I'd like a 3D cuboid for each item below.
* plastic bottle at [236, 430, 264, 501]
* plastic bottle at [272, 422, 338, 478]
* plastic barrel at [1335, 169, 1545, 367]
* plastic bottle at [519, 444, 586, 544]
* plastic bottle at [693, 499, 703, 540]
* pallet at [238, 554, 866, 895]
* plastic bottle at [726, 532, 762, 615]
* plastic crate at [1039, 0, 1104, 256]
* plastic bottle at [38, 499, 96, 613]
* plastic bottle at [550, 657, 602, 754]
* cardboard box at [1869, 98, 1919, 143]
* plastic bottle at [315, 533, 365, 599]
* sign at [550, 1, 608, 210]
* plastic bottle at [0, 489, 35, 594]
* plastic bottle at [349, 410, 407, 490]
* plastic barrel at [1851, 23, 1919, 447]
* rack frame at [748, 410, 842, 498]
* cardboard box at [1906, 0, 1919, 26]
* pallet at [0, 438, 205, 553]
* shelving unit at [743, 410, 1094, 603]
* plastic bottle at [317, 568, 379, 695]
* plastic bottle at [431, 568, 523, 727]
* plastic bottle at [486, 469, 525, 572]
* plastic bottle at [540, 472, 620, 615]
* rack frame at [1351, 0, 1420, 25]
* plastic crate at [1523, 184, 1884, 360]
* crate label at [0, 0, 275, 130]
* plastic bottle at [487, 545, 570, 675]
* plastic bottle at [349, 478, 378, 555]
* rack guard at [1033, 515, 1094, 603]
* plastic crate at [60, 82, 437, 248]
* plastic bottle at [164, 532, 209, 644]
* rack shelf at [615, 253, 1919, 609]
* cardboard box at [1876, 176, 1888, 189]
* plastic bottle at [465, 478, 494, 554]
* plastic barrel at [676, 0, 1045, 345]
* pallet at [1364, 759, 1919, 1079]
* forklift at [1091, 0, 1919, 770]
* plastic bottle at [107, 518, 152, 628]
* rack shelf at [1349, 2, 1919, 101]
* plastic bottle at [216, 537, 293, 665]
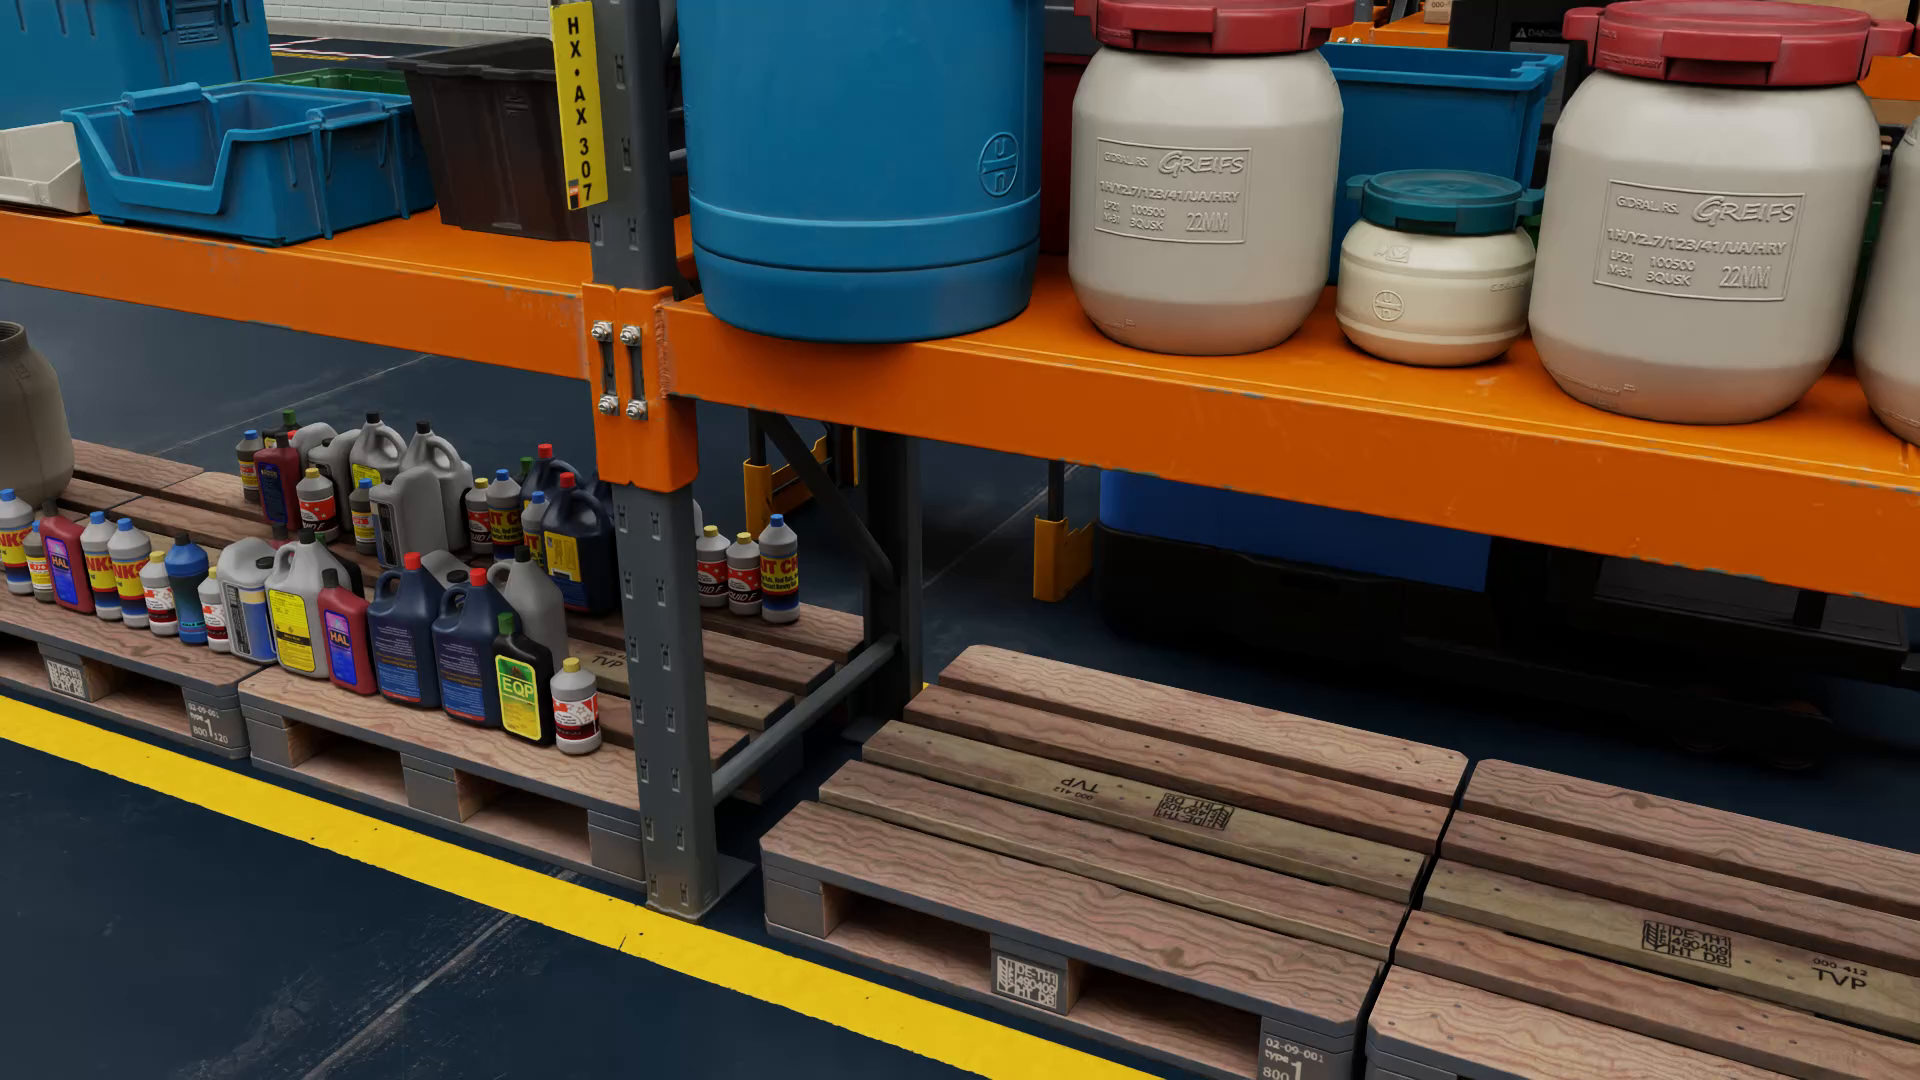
[{"bbox_3d":[-2.102,-0.228,4.966,0.097,0.201,0.097,0,23,0],"label":"plastic bottle"},{"bbox_3d":[-1.889,-0.208,4.824,0.135,0.276,0.152,11,26,25],"label":"plastic bottle"},{"bbox_3d":[0.743,-0.427,2.598,0.301,0.262,0.301,0,23,0],"label":"plastic barrel"},{"bbox_3d":[-1.071,-0.082,4.433,0.185,0.351,0.144,10,25,22],"label":"plastic bottle"},{"bbox_3d":[-0.756,0.016,4.297,0.135,0.276,0.152,12,26,26],"label":"plastic bottle"},{"bbox_3d":[-0.950,0.372,4.105,1.213,0.211,1.003,11,25,25],"label":"pallet"},{"bbox_3d":[-0.546,0.080,4.242,0.097,0.201,0.097,0,23,0],"label":"plastic bottle"},{"bbox_3d":[0.201,-0.829,3.284,0.583,0.464,0.402,11,25,25],"label":"plastic crate"},{"bbox_3d":[-2.267,0.039,4.235,0.133,0.283,0.061,12,26,25],"label":"plastic bottle"},{"bbox_3d":[-0.833,0.352,3.603,0.097,0.201,0.097,0,23,0],"label":"plastic bottle"},{"bbox_3d":[6.141,-2.902,10.873,0.500,0.500,0.700,11,25,24],"label":"cardboard box"},{"bbox_3d":[-1.510,0.125,4.031,0.133,0.283,0.061,11,25,25],"label":"plastic bottle"},{"bbox_3d":[-0.627,-0.715,2.745,0.005,0.325,0.100,11,25,25],"label":"sign"},{"bbox_3d":[-2.461,-0.002,4.346,0.097,0.271,0.097,0,23,0],"label":"plastic bottle"},{"bbox_3d":[-1.616,-0.190,4.687,0.185,0.351,0.144,12,26,27],"label":"plastic bottle"},{"bbox_3d":[1.427,-0.389,2.158,0.433,0.535,0.433,0,23,0],"label":"plastic barrel"},{"bbox_3d":[-0.530,-0.795,5.203,0.032,1.500,0.500,11,25,25],"label":"rack frame"},{"bbox_3d":[3.934,-2.138,6.316,0.500,0.500,0.500,10,25,22],"label":"cardboard box"},{"bbox_3d":[-3.127,-0.059,5.118,1.213,0.211,1.003,11,25,25],"label":"pallet"},{"bbox_3d":[-0.068,-0.704,4.988,1.083,1.500,0.587,11,25,25],"label":"shelving unit"},{"bbox_3d":[-1.409,0.208,3.836,0.133,0.283,0.061,13,26,28],"label":"plastic bottle"},{"bbox_3d":[-1.074,0.226,3.709,0.185,0.351,0.144,10,25,23],"label":"plastic bottle"},{"bbox_3d":[-1.219,-0.059,4.479,0.097,0.271,0.097,0,23,0],"label":"plastic bottle"},{"bbox_3d":[-0.967,0.002,4.236,0.185,0.351,0.144,11,25,25],"label":"plastic bottle"},{"bbox_3d":[1.869,-2.507,7.313,0.127,3.000,1.000,11,25,25],"label":"rack frame"},{"bbox_3d":[1.313,-0.471,2.797,0.662,0.188,0.450,11,25,25],"label":"plastic crate"},{"bbox_3d":[-2.174,-1.270,4.358,0.616,0.435,0.502,11,25,25],"label":"crate label"},{"bbox_3d":[-1.009,0.175,3.828,0.185,0.351,0.144,11,25,25],"label":"plastic bottle"},{"bbox_3d":[-1.631,-0.071,4.599,0.097,0.201,0.097,0,23,0],"label":"plastic bottle"},{"bbox_3d":[0.376,-0.041,5.026,0.087,0.250,0.587,11,25,25],"label":"rack guard"},{"bbox_3d":[-1.479,-0.810,3.512,0.616,0.251,0.499,11,25,25],"label":"plastic crate"},{"bbox_3d":[-1.885,0.112,4.078,0.097,0.271,0.097,0,23,0],"label":"plastic bottle"},{"bbox_3d":[1.416,-0.094,2.557,4.000,0.370,1.077,11,25,25],"label":"rack shelf"},{"bbox_3d":[3.718,-1.453,7.095,0.500,0.311,0.500,11,25,24],"label":"cardboard box"},{"bbox_3d":[-1.313,-0.072,4.599,0.097,0.201,0.097,0,23,0],"label":"plastic bottle"},{"bbox_3d":[-0.161,-0.835,2.739,0.708,0.901,0.600,11,25,25],"label":"plastic barrel"},{"bbox_3d":[1.442,0.845,2.992,1.213,0.211,1.003,11,25,25],"label":"pallet"},{"bbox_3d":[1.931,-1.038,3.946,3.031,2.935,1.130,10,25,22],"label":"forklift"},{"bbox_3d":[-2.066,0.076,4.162,0.097,0.271,0.097,0,23,0],"label":"plastic bottle"},{"bbox_3d":[3.654,-1.823,6.623,4.000,0.370,1.077,11,25,25],"label":"rack shelf"},{"bbox_3d":[-1.676,0.139,4.009,0.135,0.276,0.152,12,26,25],"label":"plastic bottle"}]
